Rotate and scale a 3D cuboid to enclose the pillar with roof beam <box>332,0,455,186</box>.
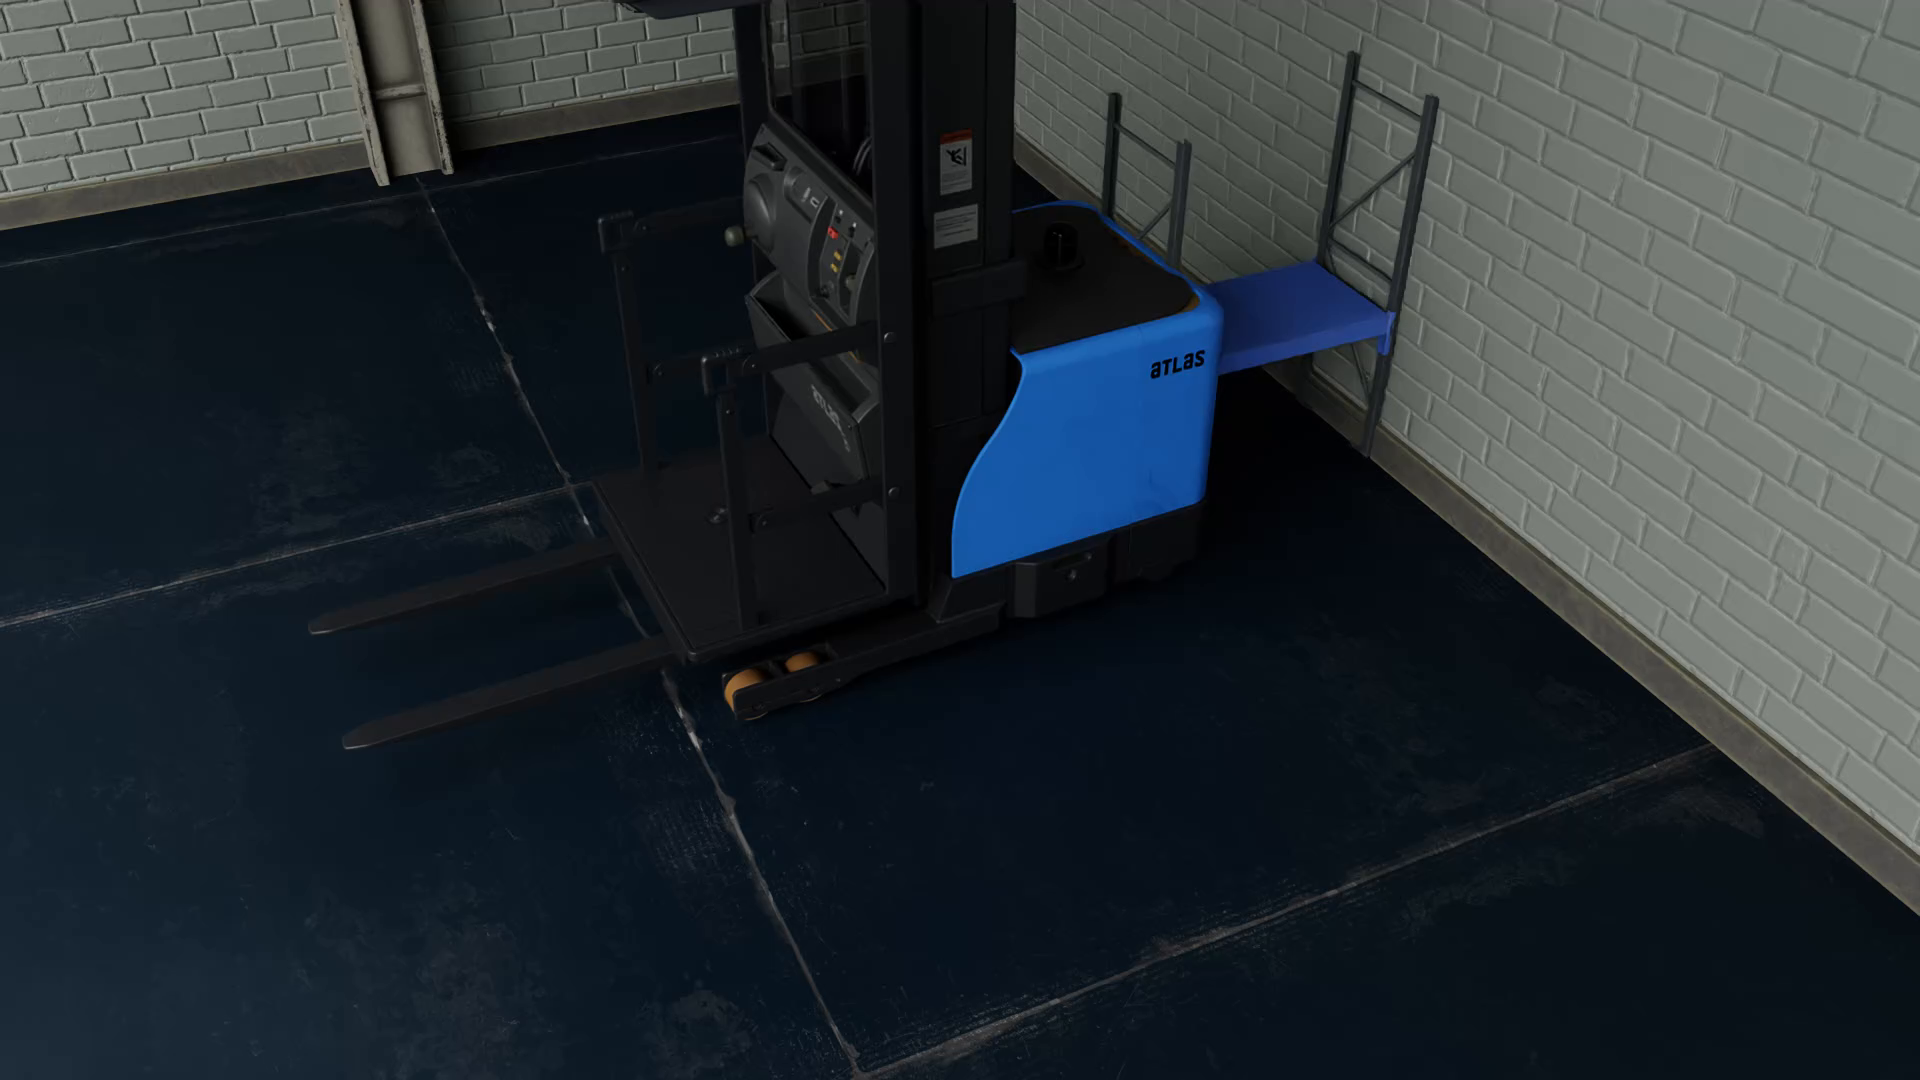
[{"bbox_3d":[-1.117,-3.290,3.132,0.400,9.000,9.100,-16,39,-20],"label":"pillar with roof beam"}]

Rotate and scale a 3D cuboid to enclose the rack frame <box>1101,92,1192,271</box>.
[{"bbox_3d":[0.631,-0.824,6.069,0.032,1.500,0.500,-15,39,-21],"label":"rack frame"}]

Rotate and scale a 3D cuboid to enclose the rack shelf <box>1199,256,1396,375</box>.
[{"bbox_3d":[1.088,-0.804,6.355,1.000,0.185,0.538,-15,39,-21],"label":"rack shelf"}]

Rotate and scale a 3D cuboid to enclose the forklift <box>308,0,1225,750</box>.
[{"bbox_3d":[-0.656,-0.948,5.068,3.031,2.935,1.130,-17,40,-21],"label":"forklift"}]

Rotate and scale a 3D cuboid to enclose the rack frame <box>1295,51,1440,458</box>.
[{"bbox_3d":[1.549,-1.074,6.428,0.032,1.500,0.500,-15,39,-21],"label":"rack frame"}]

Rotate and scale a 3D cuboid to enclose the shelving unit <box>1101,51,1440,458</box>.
[{"bbox_3d":[1.090,-0.949,6.249,1.048,1.500,0.538,-15,39,-21],"label":"shelving unit"}]
